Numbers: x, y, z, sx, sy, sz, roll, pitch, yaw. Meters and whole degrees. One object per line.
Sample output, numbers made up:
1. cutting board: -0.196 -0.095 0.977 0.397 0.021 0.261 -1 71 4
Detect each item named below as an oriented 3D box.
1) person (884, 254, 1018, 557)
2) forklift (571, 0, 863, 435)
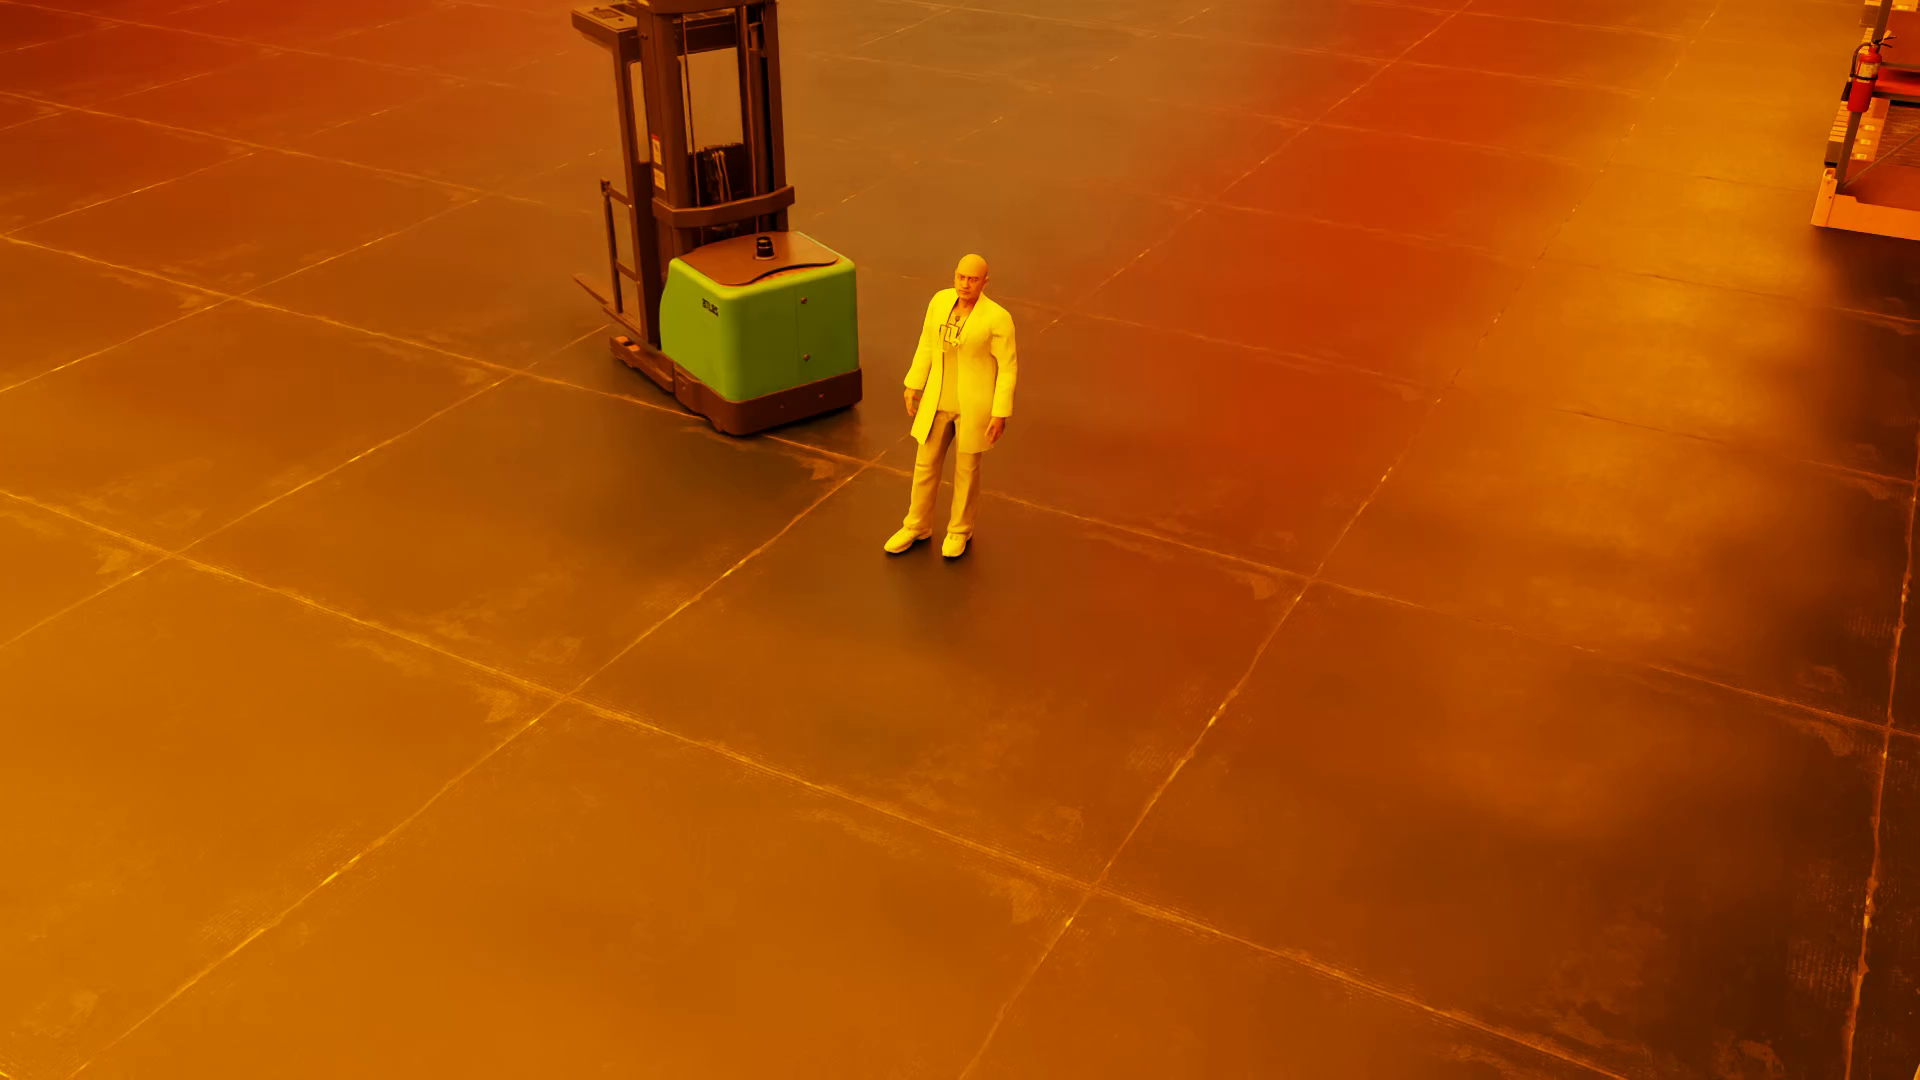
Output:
1. person: -0.048 -0.738 9.489 0.696 1.776 0.581 15 33 25
2. forklift: -1.934 -2.655 11.671 1.130 2.935 3.031 -19 35 -30
